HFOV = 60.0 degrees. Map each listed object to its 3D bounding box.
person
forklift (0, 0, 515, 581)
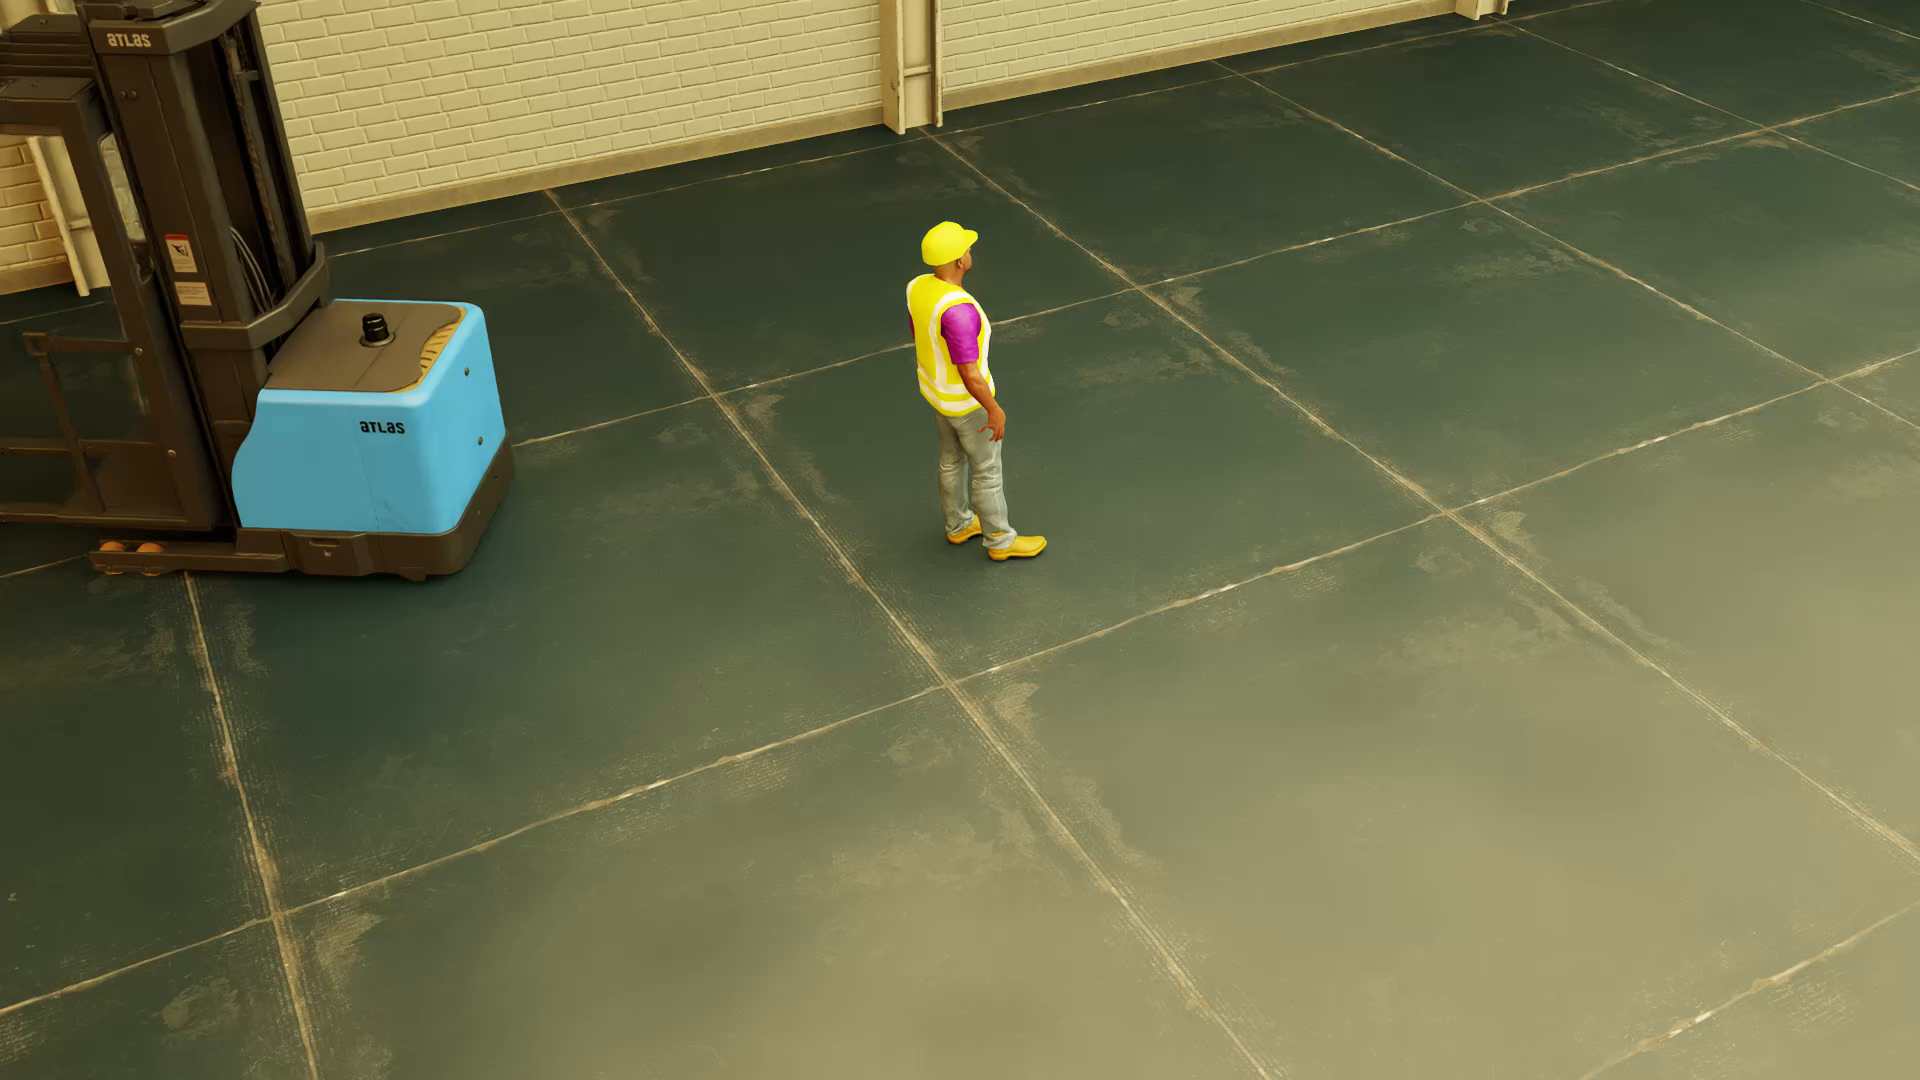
[{"bbox_3d":[0.064,-0.743,8.171,0.577,1.765,0.666,-17,39,-23],"label":"person"},{"bbox_3d":[-3.964,-1.316,7.985,3.031,2.935,1.130,2,35,3],"label":"forklift"}]
